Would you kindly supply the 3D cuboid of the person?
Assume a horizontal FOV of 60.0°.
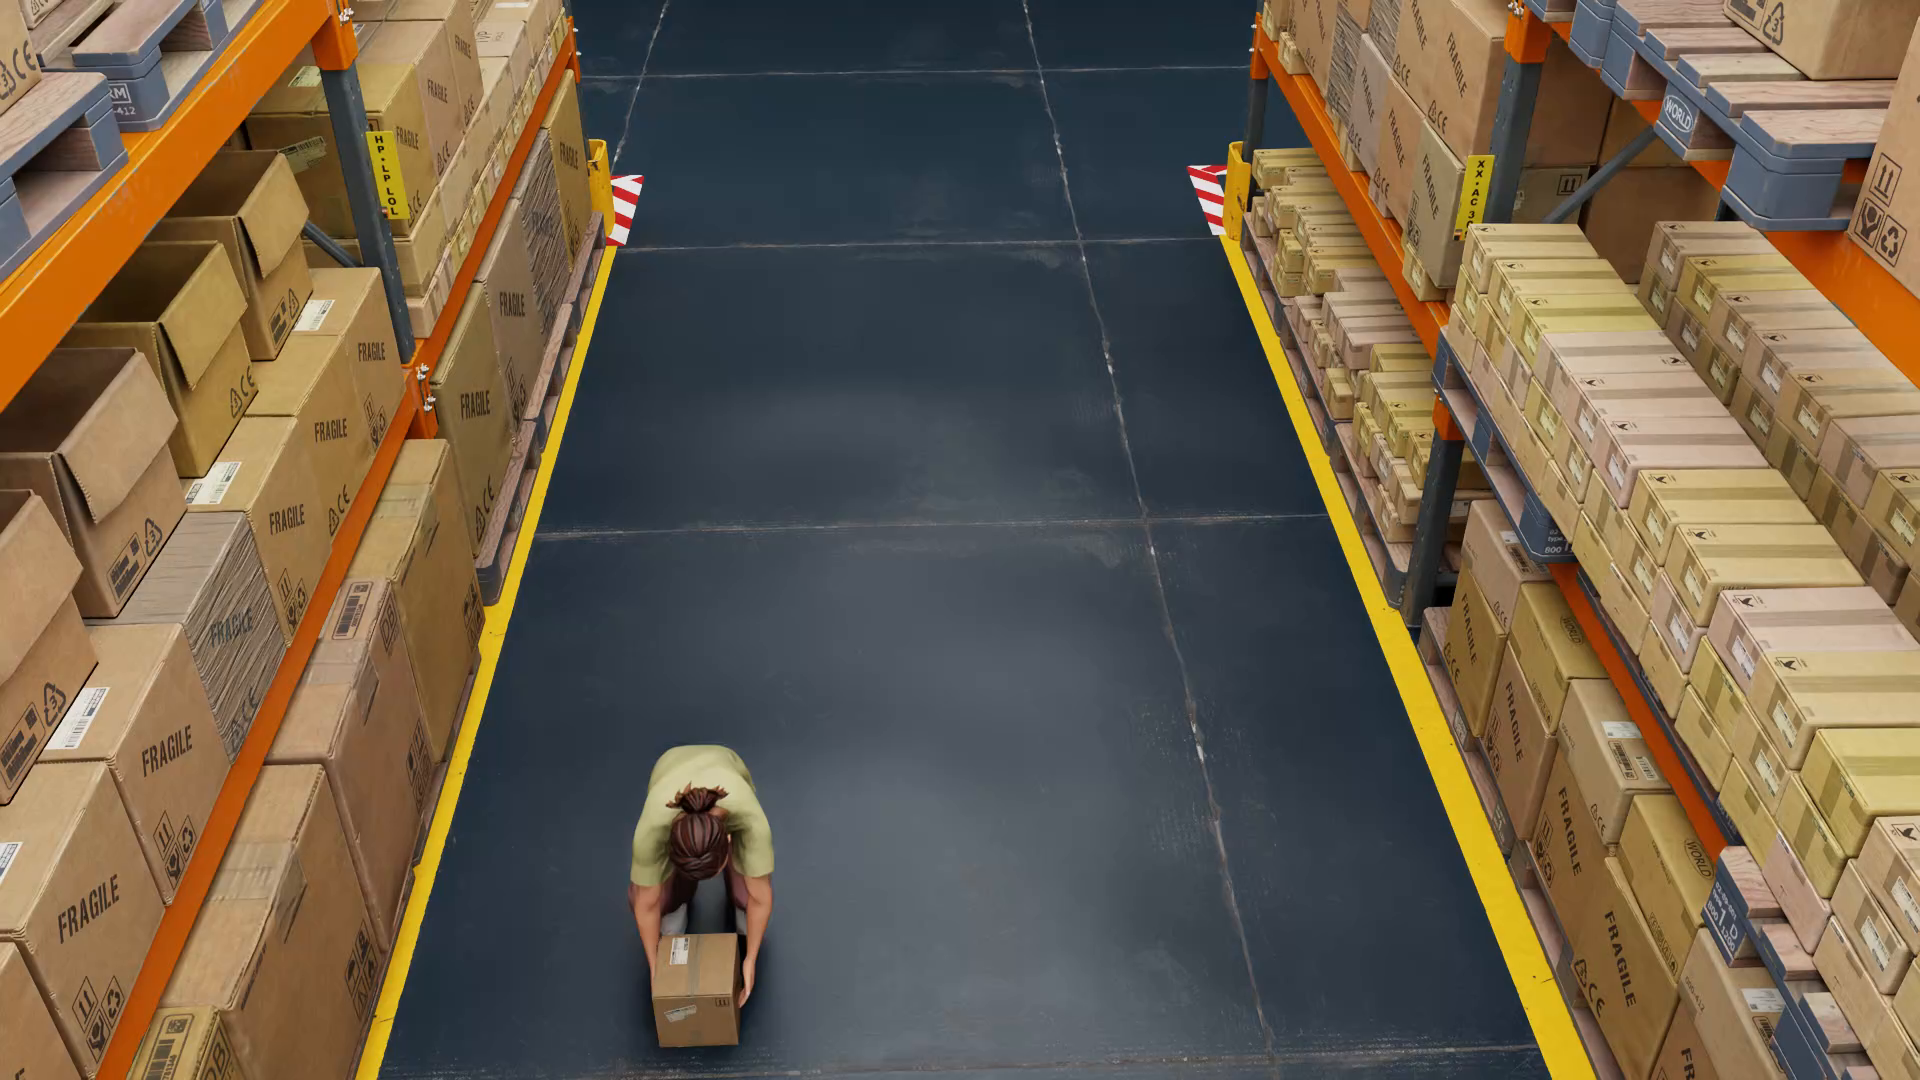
[{"bbox_3d":[-0.840,1.012,5.442,0.487,0.844,0.802,-2,35,-2],"label":"person"}]
